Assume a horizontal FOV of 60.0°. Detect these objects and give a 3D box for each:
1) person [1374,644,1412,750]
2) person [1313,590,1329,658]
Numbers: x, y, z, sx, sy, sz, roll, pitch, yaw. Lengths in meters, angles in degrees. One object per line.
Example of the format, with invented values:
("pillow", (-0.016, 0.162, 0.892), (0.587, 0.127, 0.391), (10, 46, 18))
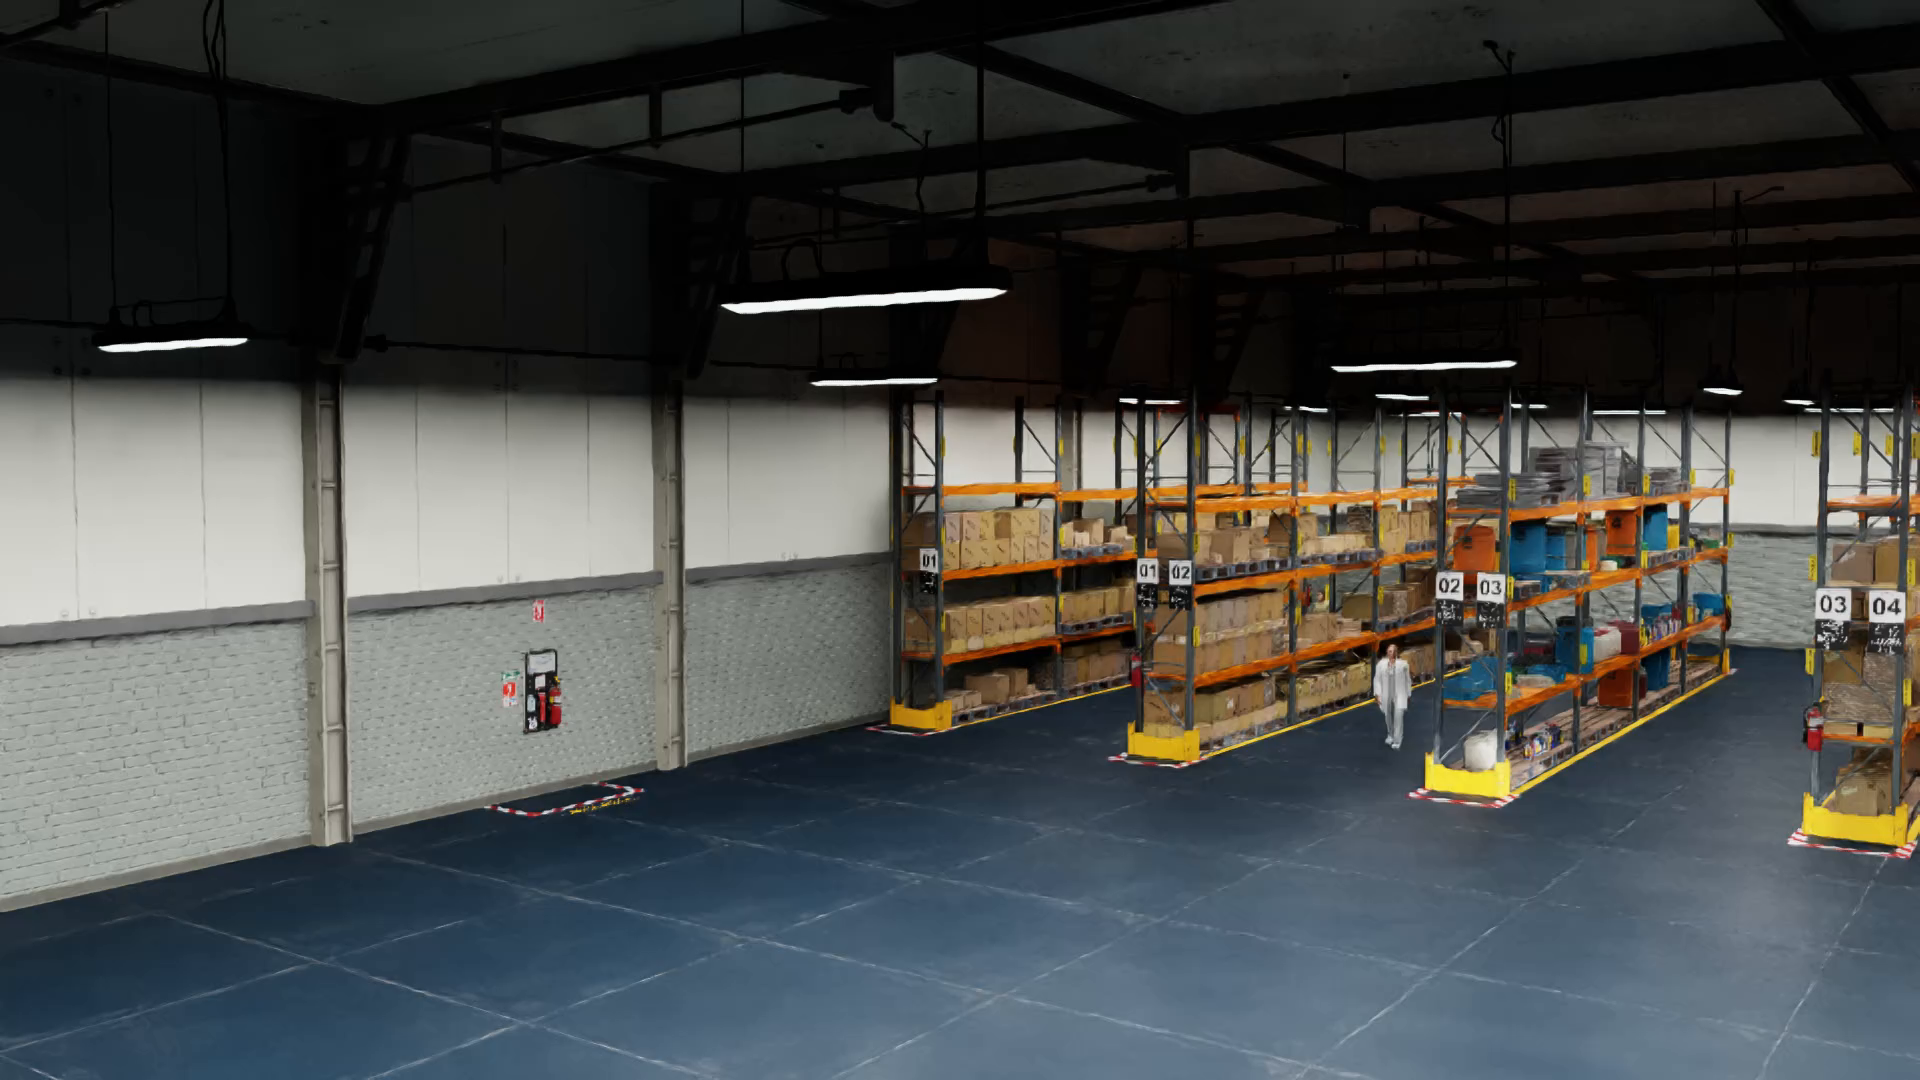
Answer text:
("person", (7.147, 2.578, 27.528), (0.580, 1.715, 1.102), (2, 4, 27))
("person", (8.597, 1.966, 39.539), (0.448, 1.590, 1.110), (2, 4, 37))
